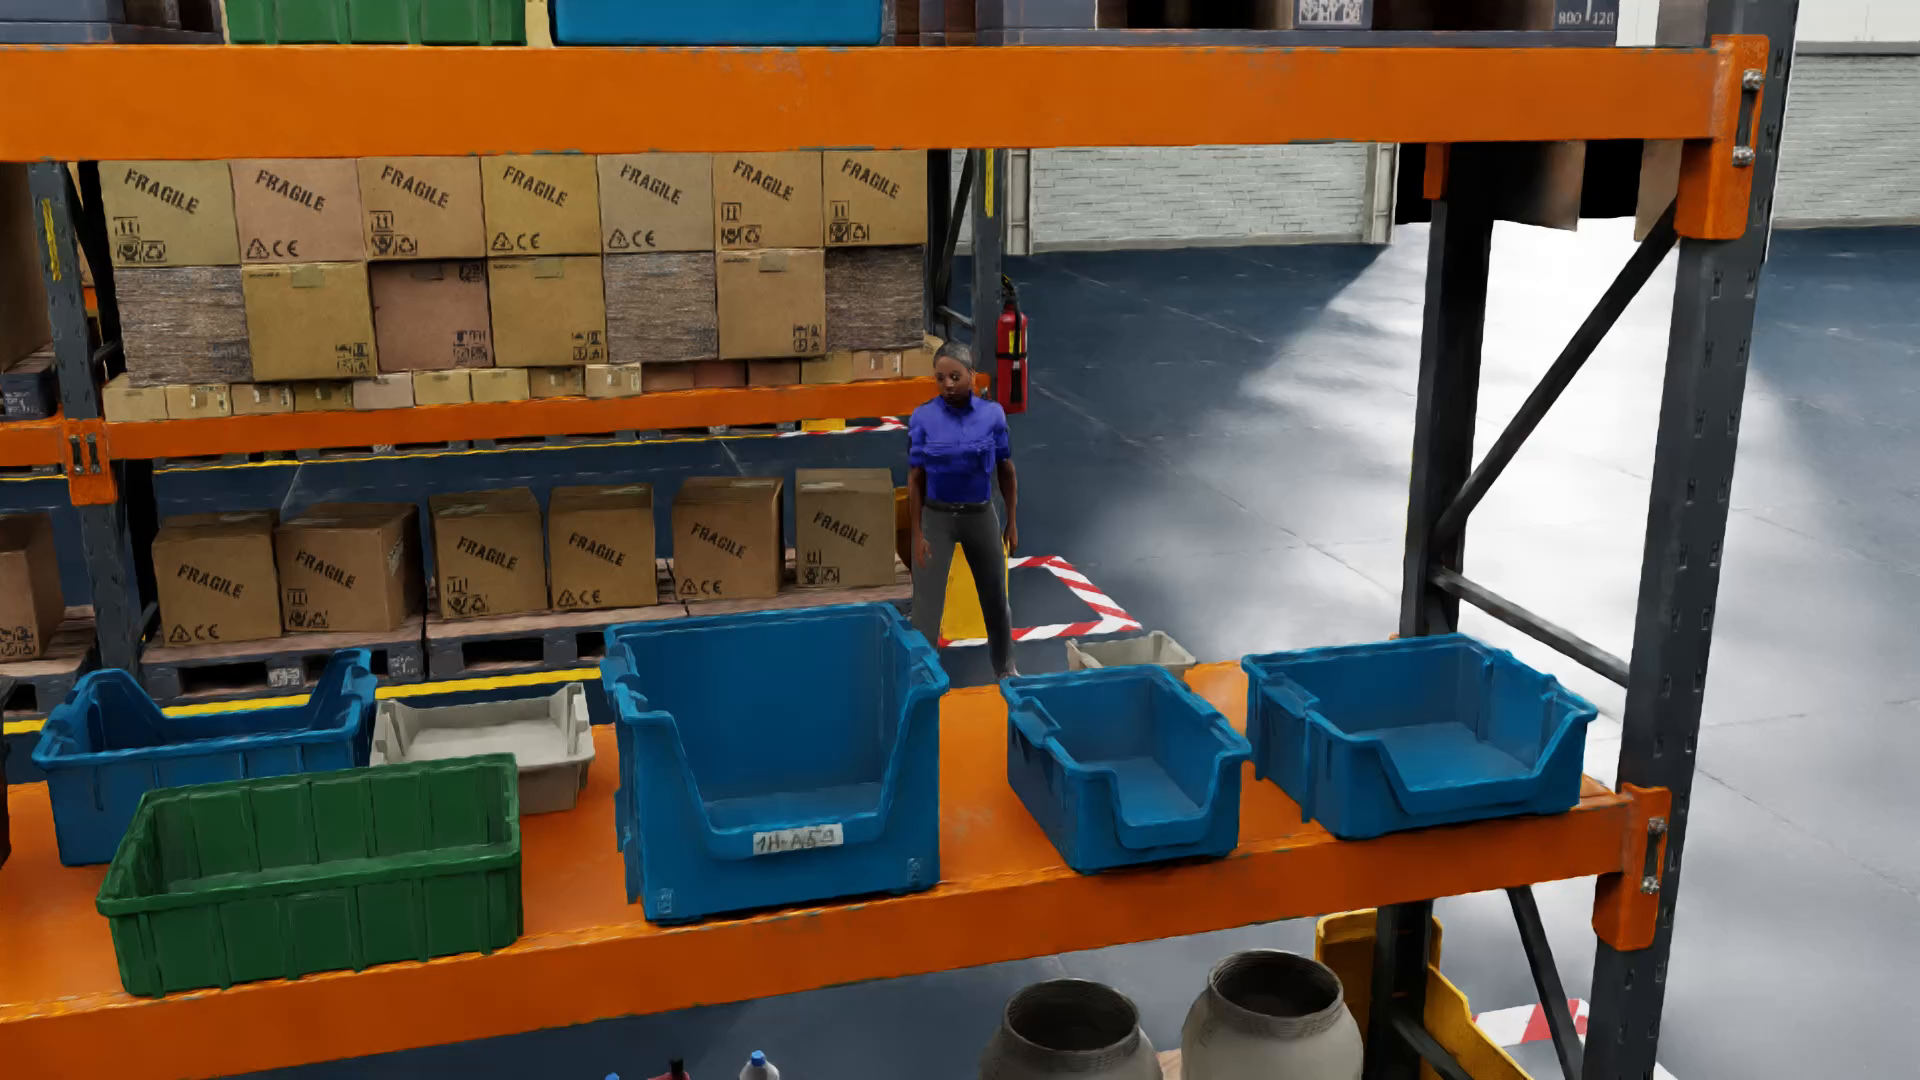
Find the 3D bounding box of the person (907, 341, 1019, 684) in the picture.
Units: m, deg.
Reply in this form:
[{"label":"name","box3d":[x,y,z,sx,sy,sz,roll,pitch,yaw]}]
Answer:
[{"label":"person","box3d":[0.032,-0.050,7.241,0.580,1.659,0.575,-3,16,-10]}]
